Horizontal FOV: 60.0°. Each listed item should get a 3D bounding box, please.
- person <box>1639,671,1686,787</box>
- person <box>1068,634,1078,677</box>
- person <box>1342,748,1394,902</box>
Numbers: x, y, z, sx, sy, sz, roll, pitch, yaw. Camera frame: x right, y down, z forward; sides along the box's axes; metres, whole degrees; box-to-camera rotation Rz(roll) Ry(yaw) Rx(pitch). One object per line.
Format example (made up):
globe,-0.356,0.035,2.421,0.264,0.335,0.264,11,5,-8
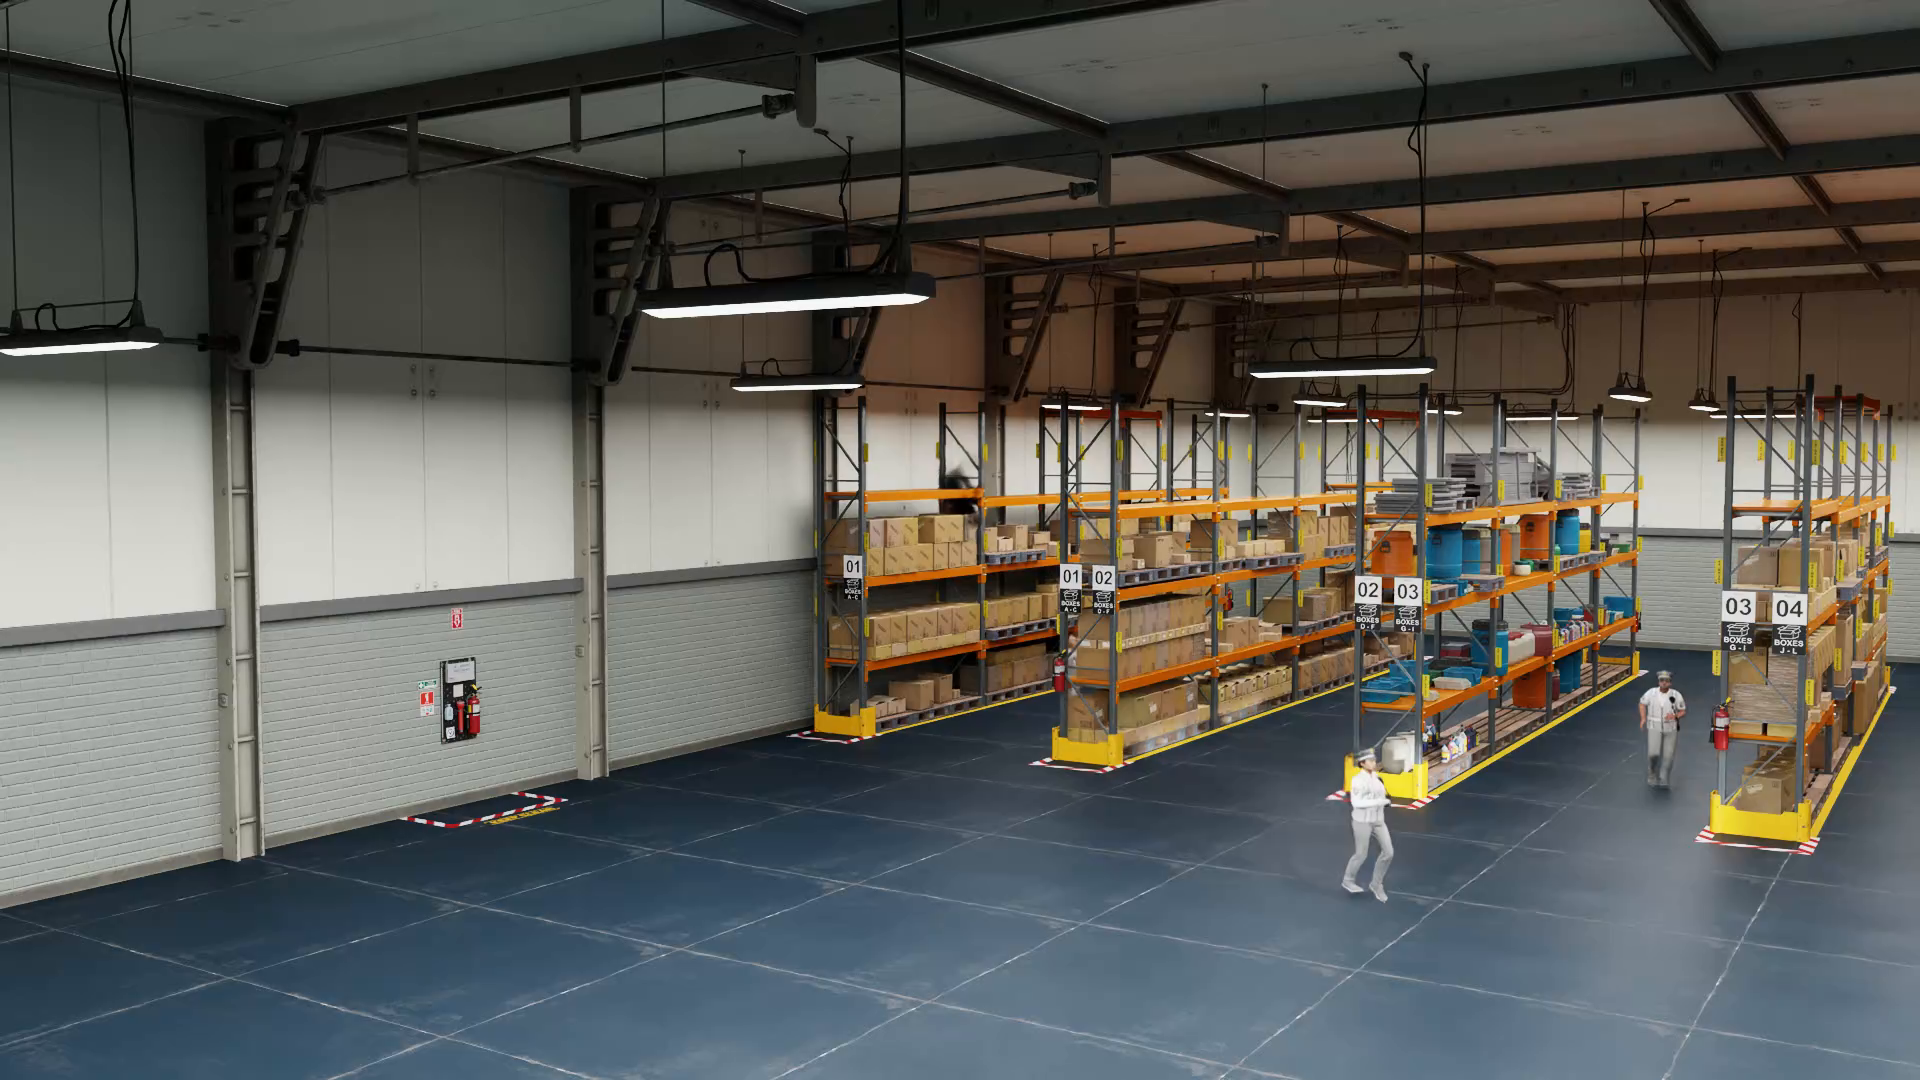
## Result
person,10.446,2.820,24.743,0.642,1.761,0.658,1,3,21
person,2.067,2.568,30.491,0.544,1.705,0.691,1,3,24
person,4.585,3.182,18.604,0.589,1.736,0.683,-2,4,-35
